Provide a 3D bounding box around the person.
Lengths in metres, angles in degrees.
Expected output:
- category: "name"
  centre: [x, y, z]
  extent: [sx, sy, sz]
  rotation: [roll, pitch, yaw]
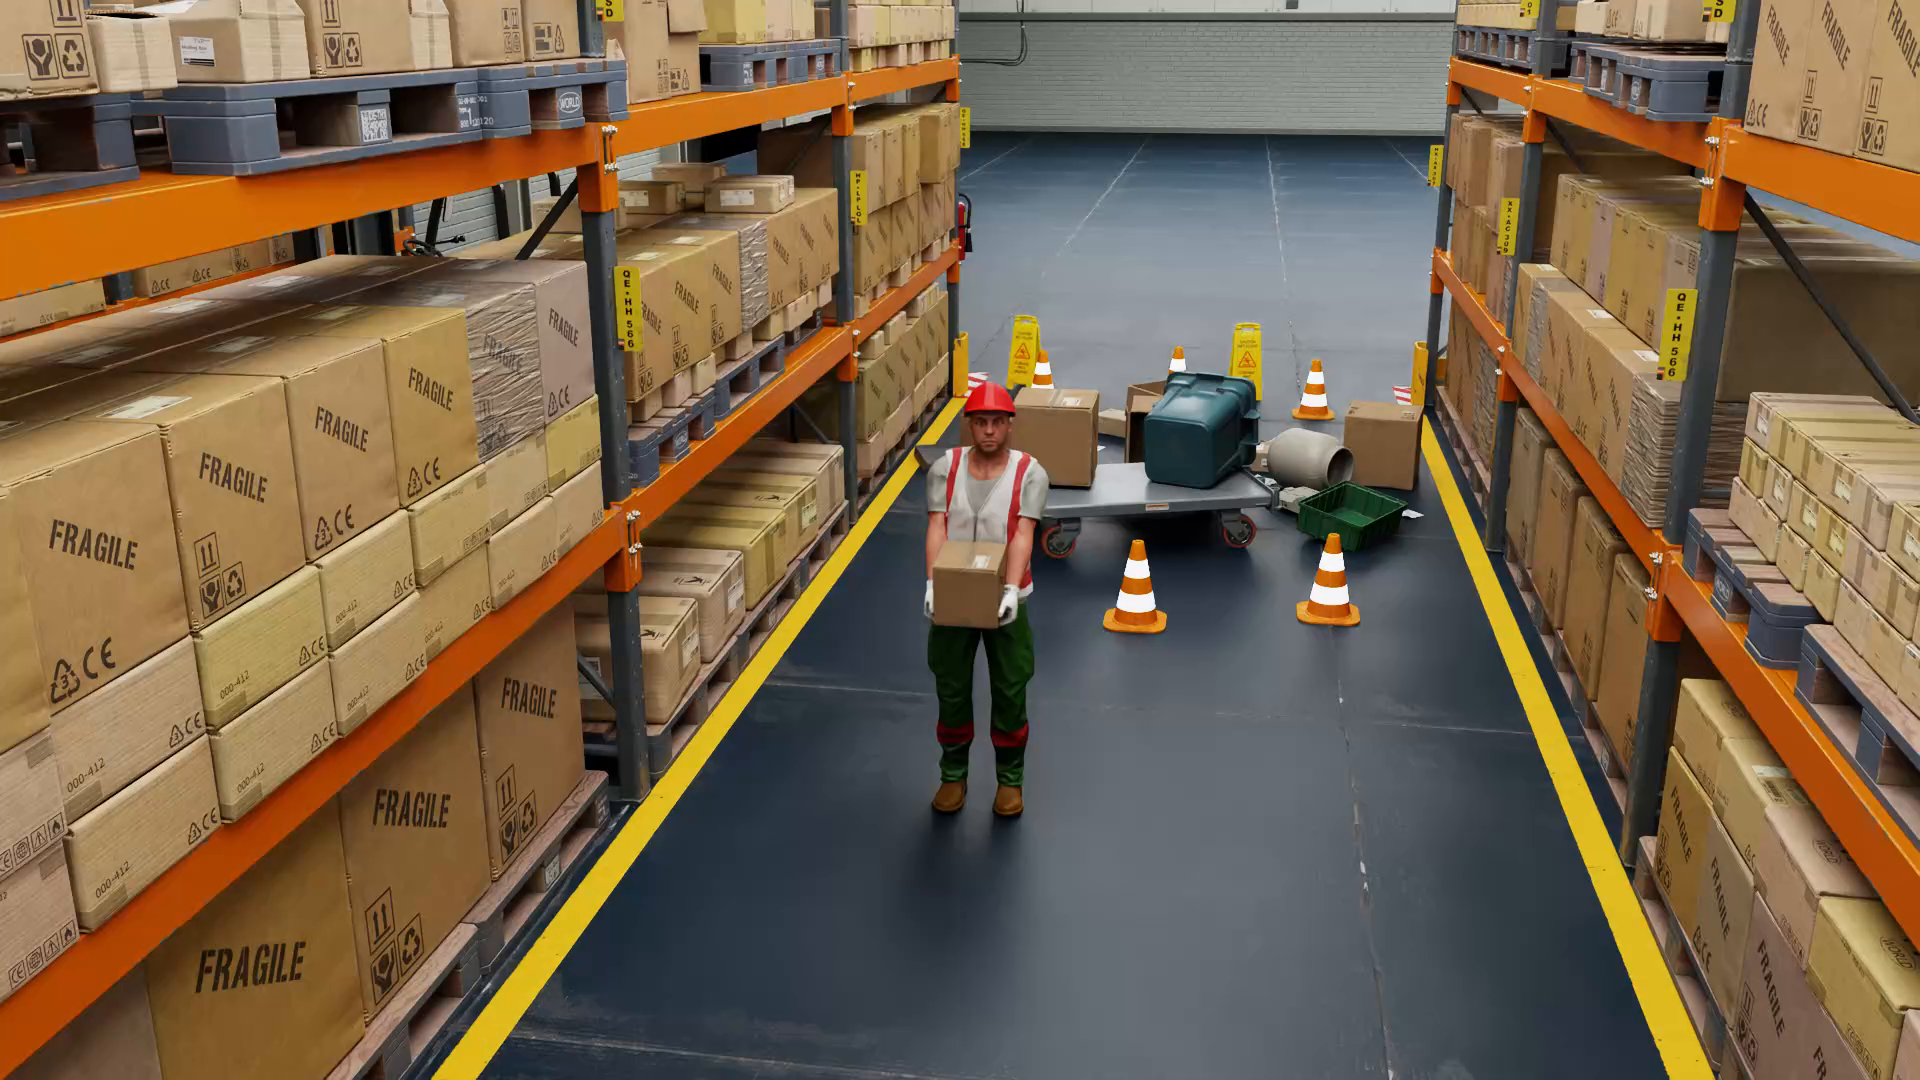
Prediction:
- category: "person"
  centre: [0.085, 0.275, 6.657]
  extent: [0.494, 1.784, 0.564]
  rotation: [3, 18, 10]
